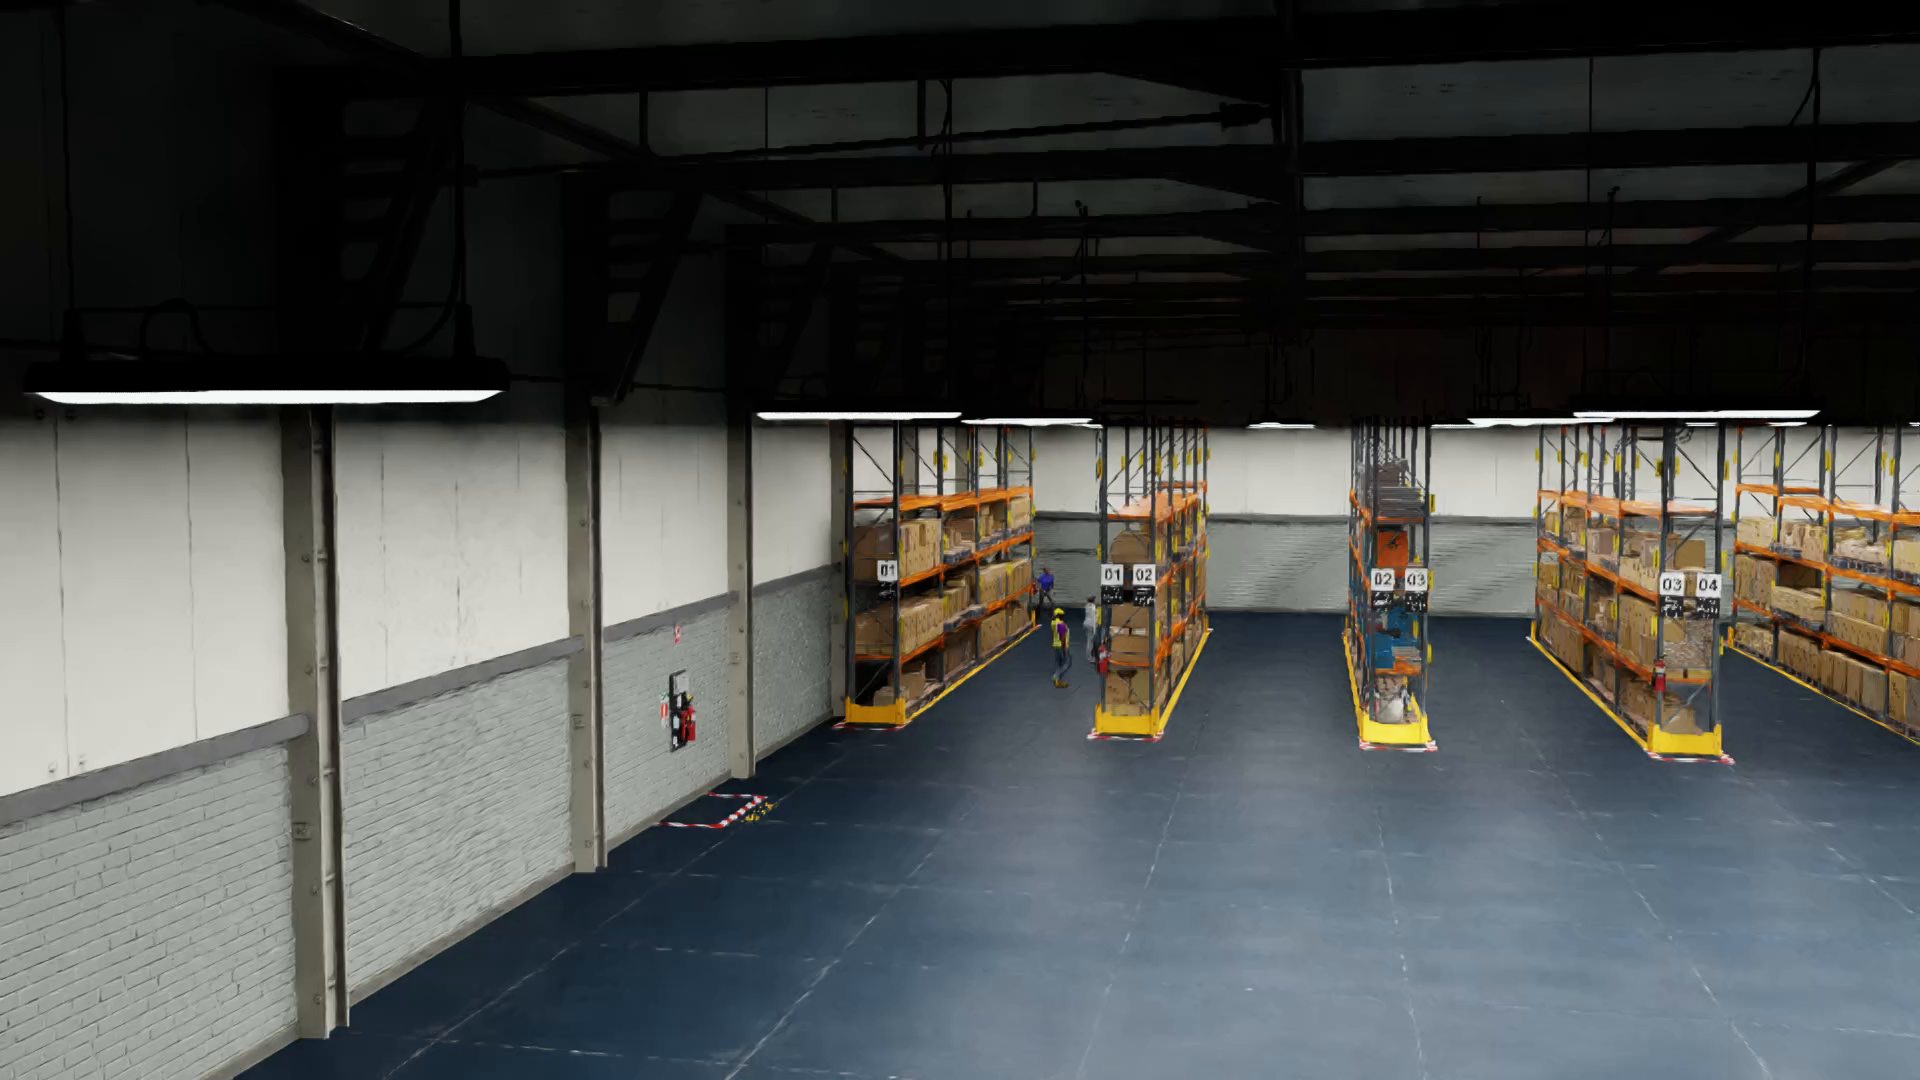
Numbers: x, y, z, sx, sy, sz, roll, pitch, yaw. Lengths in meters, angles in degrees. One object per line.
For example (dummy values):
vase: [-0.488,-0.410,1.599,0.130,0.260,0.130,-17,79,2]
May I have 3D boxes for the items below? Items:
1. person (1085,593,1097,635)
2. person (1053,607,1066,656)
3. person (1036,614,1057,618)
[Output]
person: [3.220,1.811,40.902,0.304,1.001,0.538,-1,4,-18]
person: [2.238,2.037,36.951,0.272,1.080,0.607,-1,4,-19]
person: [2.639,2.247,50.471,0.599,0.222,0.799,0,4,-6]
